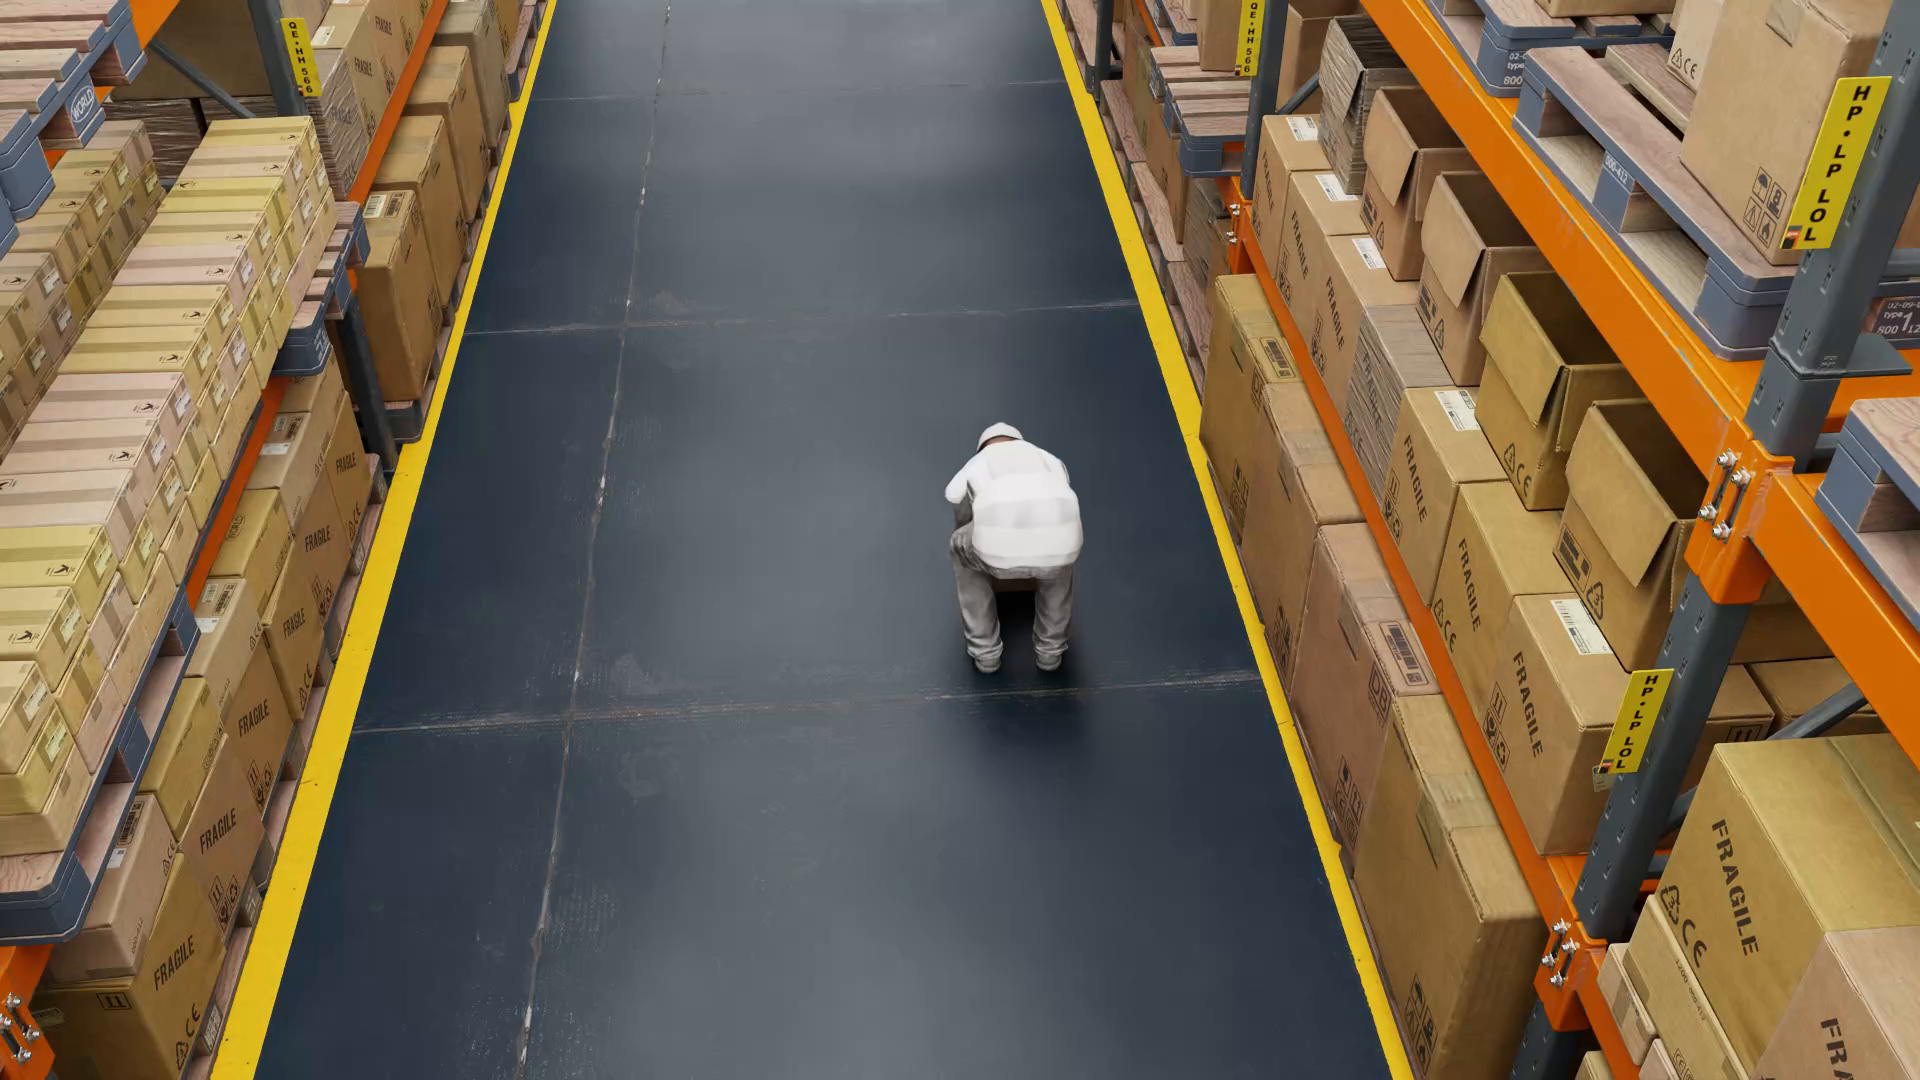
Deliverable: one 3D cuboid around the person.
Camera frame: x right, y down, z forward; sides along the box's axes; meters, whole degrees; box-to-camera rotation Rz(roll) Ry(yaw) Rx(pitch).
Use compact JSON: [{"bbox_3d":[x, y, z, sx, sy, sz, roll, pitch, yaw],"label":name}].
[{"bbox_3d":[0.218,-0.260,6.463,0.502,1.784,0.574,-3,39,-3],"label":"person"}]
